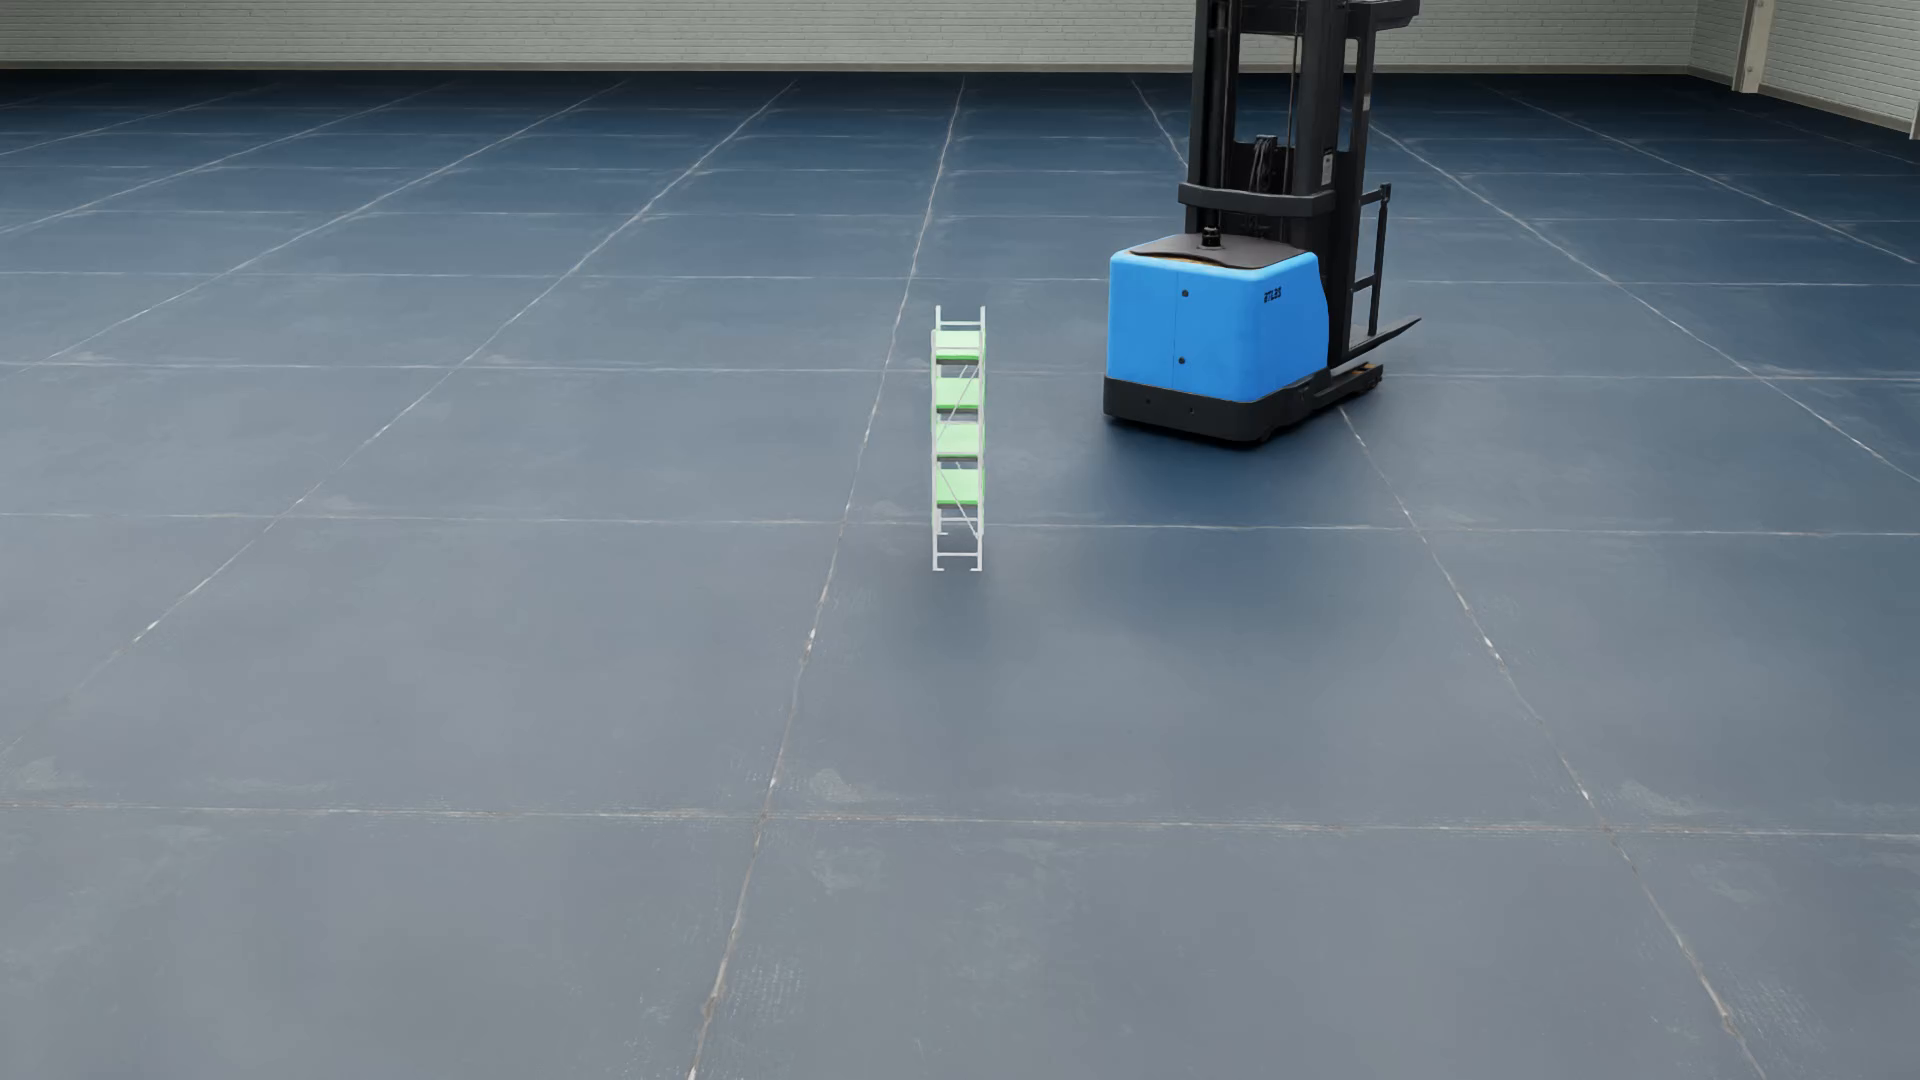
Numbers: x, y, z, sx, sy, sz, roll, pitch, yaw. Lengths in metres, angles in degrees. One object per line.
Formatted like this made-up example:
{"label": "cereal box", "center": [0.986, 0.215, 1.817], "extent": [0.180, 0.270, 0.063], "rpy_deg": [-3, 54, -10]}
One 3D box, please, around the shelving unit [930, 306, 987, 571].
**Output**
{"label": "shelving unit", "center": [-0.005, -0.500, 8.158], "extent": [0.258, 1.200, 0.503], "rpy_deg": [1, 21, 2]}

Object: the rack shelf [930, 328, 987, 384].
{"label": "rack shelf", "center": [-0.005, -0.887, 8.007], "extent": [0.258, 0.148, 0.480], "rpy_deg": [1, 21, 2]}

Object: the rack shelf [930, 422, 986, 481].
{"label": "rack shelf", "center": [-0.005, -0.440, 8.181], "extent": [0.258, 0.148, 0.480], "rpy_deg": [1, 21, 2]}

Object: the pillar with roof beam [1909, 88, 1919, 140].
{"label": "pillar with roof beam", "center": [8.717, -9.611, 20.859], "extent": [9.100, 9.000, 0.400], "rpy_deg": [1, 21, 2]}

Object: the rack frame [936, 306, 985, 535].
{"label": "rack frame", "center": [0.002, -0.588, 8.385], "extent": [0.240, 1.200, 0.015], "rpy_deg": [1, 21, 2]}

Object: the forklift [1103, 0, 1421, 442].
{"label": "forklift", "center": [2.179, -2.417, 10.706], "extent": [1.130, 2.935, 3.031], "rpy_deg": [15, 26, 34]}

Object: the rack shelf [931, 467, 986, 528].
{"label": "rack shelf", "center": [-0.005, -0.216, 8.268], "extent": [0.258, 0.148, 0.480], "rpy_deg": [1, 21, 2]}

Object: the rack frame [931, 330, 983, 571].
{"label": "rack frame", "center": [-0.012, -0.411, 7.930], "extent": [0.240, 1.200, 0.015], "rpy_deg": [1, 21, 2]}

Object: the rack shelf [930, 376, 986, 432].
{"label": "rack shelf", "center": [-0.005, -0.664, 8.094], "extent": [0.258, 0.148, 0.480], "rpy_deg": [1, 21, 2]}

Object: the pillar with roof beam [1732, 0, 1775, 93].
{"label": "pillar with roof beam", "center": [8.900, -11.780, 26.450], "extent": [9.100, 9.000, 0.400], "rpy_deg": [1, 21, 2]}
